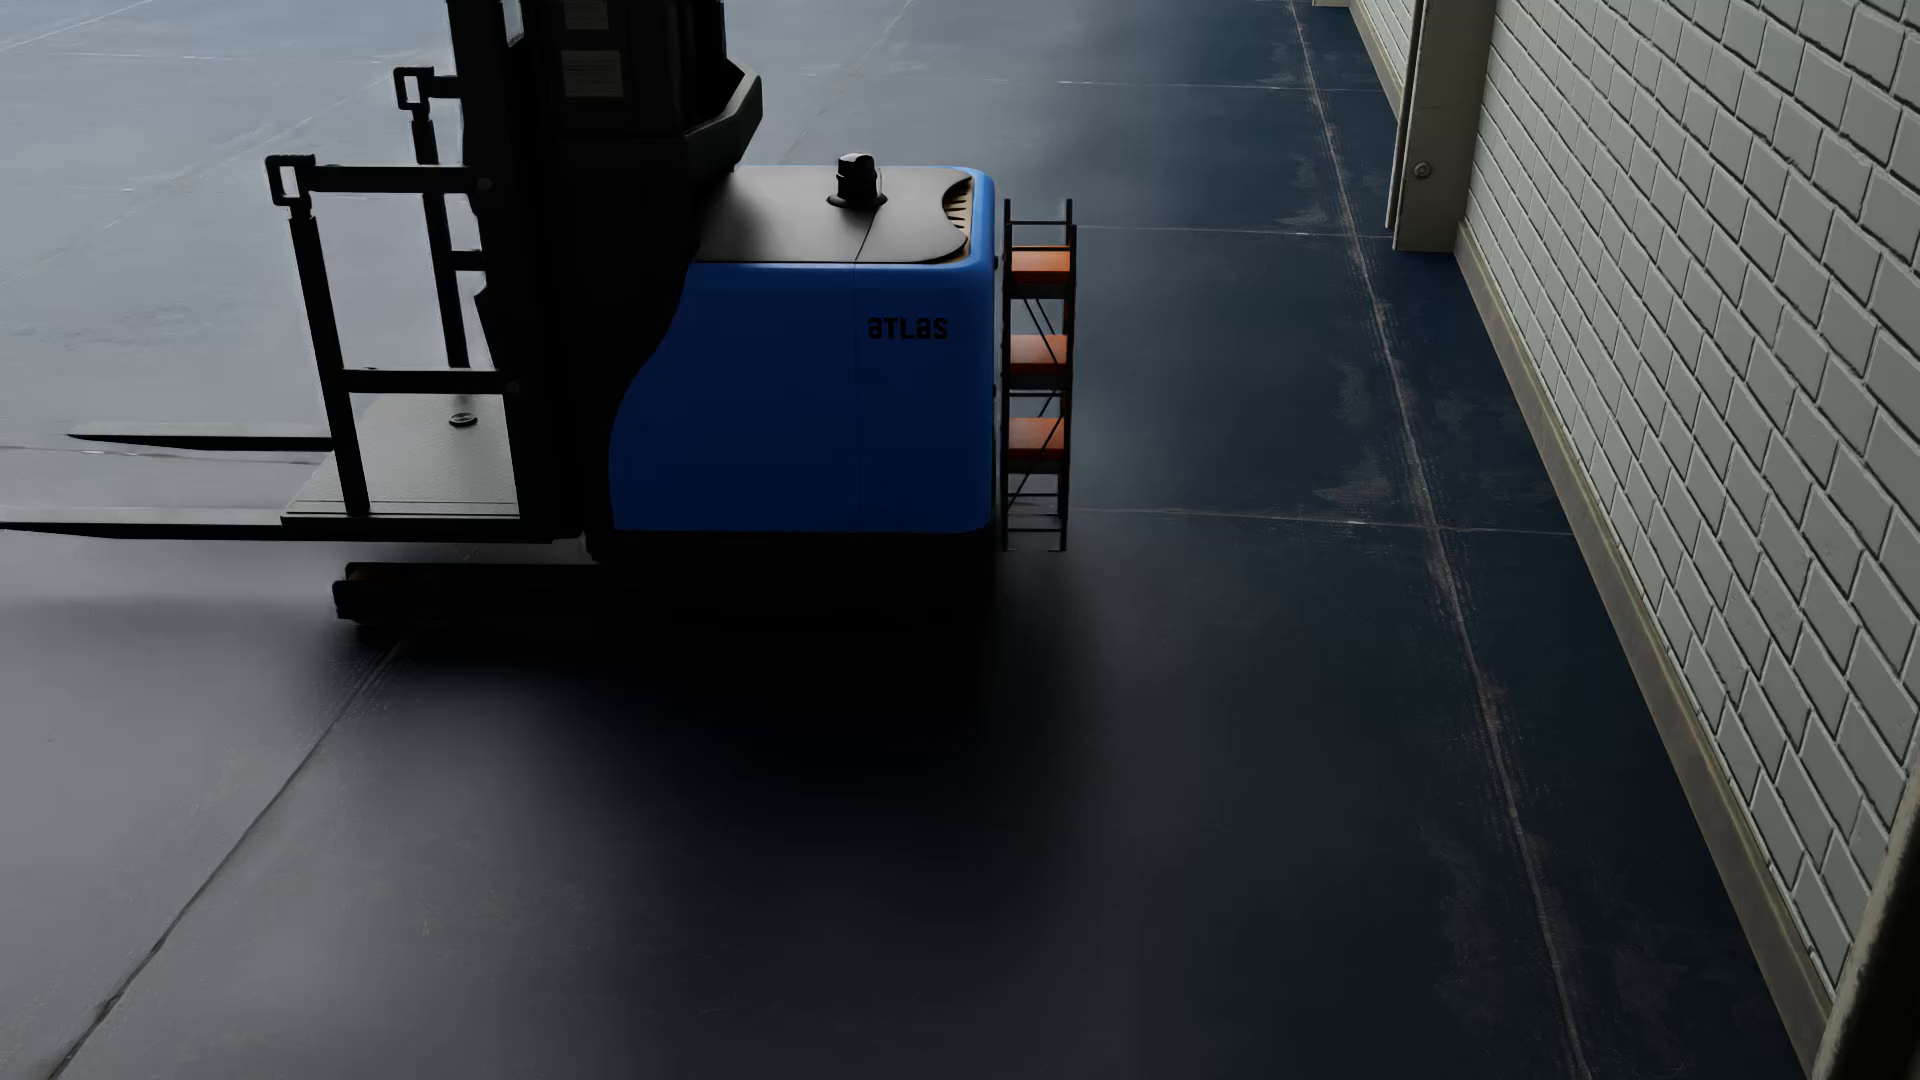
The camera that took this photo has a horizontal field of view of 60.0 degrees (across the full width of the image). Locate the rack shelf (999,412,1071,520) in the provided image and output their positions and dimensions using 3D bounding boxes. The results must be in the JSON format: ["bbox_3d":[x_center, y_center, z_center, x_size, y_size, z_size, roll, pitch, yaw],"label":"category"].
[{"bbox_3d":[0.231,-0.232,5.181,0.215,0.259,0.240,0,28,0],"label":"rack shelf"}]

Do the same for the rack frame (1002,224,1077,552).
[{"bbox_3d":[0.230,-0.428,4.937,0.200,1.050,0.008,0,28,0],"label":"rack frame"}]

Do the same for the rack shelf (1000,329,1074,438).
[{"bbox_3d":[0.231,-0.476,5.049,0.215,0.259,0.240,0,28,0],"label":"rack shelf"}]

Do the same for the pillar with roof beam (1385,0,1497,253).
[{"bbox_3d":[-2.071,-5.648,6.246,9.100,9.000,0.400,3,28,6],"label":"pillar with roof beam"}]

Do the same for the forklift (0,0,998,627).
[{"bbox_3d":[-1.406,-1.291,4.555,3.031,2.935,1.130,1,28,1],"label":"forklift"}]

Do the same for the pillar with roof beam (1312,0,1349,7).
[{"bbox_3d":[-1.335,-8.472,11.488,9.100,9.000,0.400,3,28,6],"label":"pillar with roof beam"}]

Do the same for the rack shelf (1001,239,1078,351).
[{"bbox_3d":[0.231,-0.726,4.915,0.215,0.259,0.240,0,28,0],"label":"rack shelf"}]

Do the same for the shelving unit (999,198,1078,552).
[{"bbox_3d":[0.231,-0.486,5.044,0.215,1.050,0.252,0,28,0],"label":"shelving unit"}]

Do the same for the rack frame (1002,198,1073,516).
[{"bbox_3d":[0.232,-0.543,5.152,0.200,1.050,0.008,0,28,0],"label":"rack frame"}]
